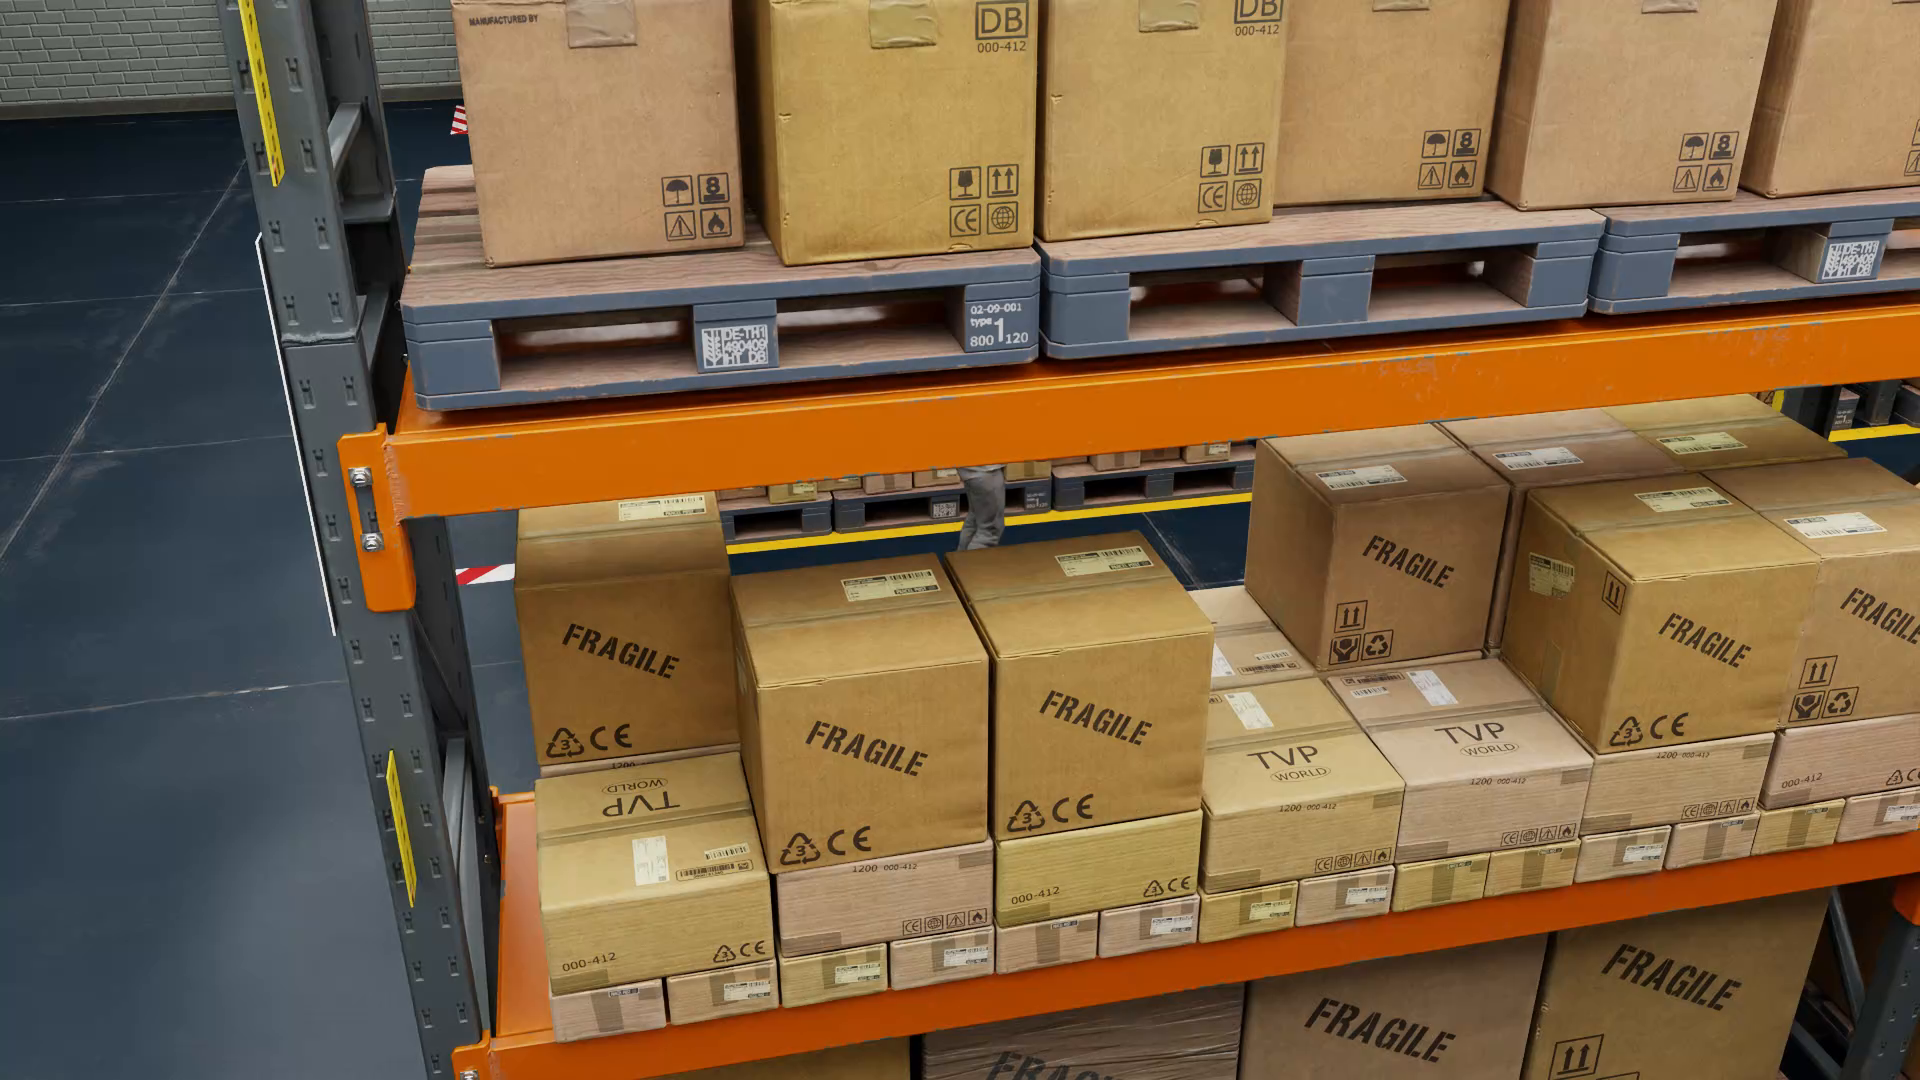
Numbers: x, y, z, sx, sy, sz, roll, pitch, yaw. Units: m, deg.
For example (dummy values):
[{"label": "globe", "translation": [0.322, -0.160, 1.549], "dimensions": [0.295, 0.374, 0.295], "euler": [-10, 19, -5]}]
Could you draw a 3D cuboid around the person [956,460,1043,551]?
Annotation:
[{"label": "person", "translation": [0.181, -0.386, 7.889], "dimensions": [0.490, 1.591, 0.404], "euler": [-5, 28, -10]}]
